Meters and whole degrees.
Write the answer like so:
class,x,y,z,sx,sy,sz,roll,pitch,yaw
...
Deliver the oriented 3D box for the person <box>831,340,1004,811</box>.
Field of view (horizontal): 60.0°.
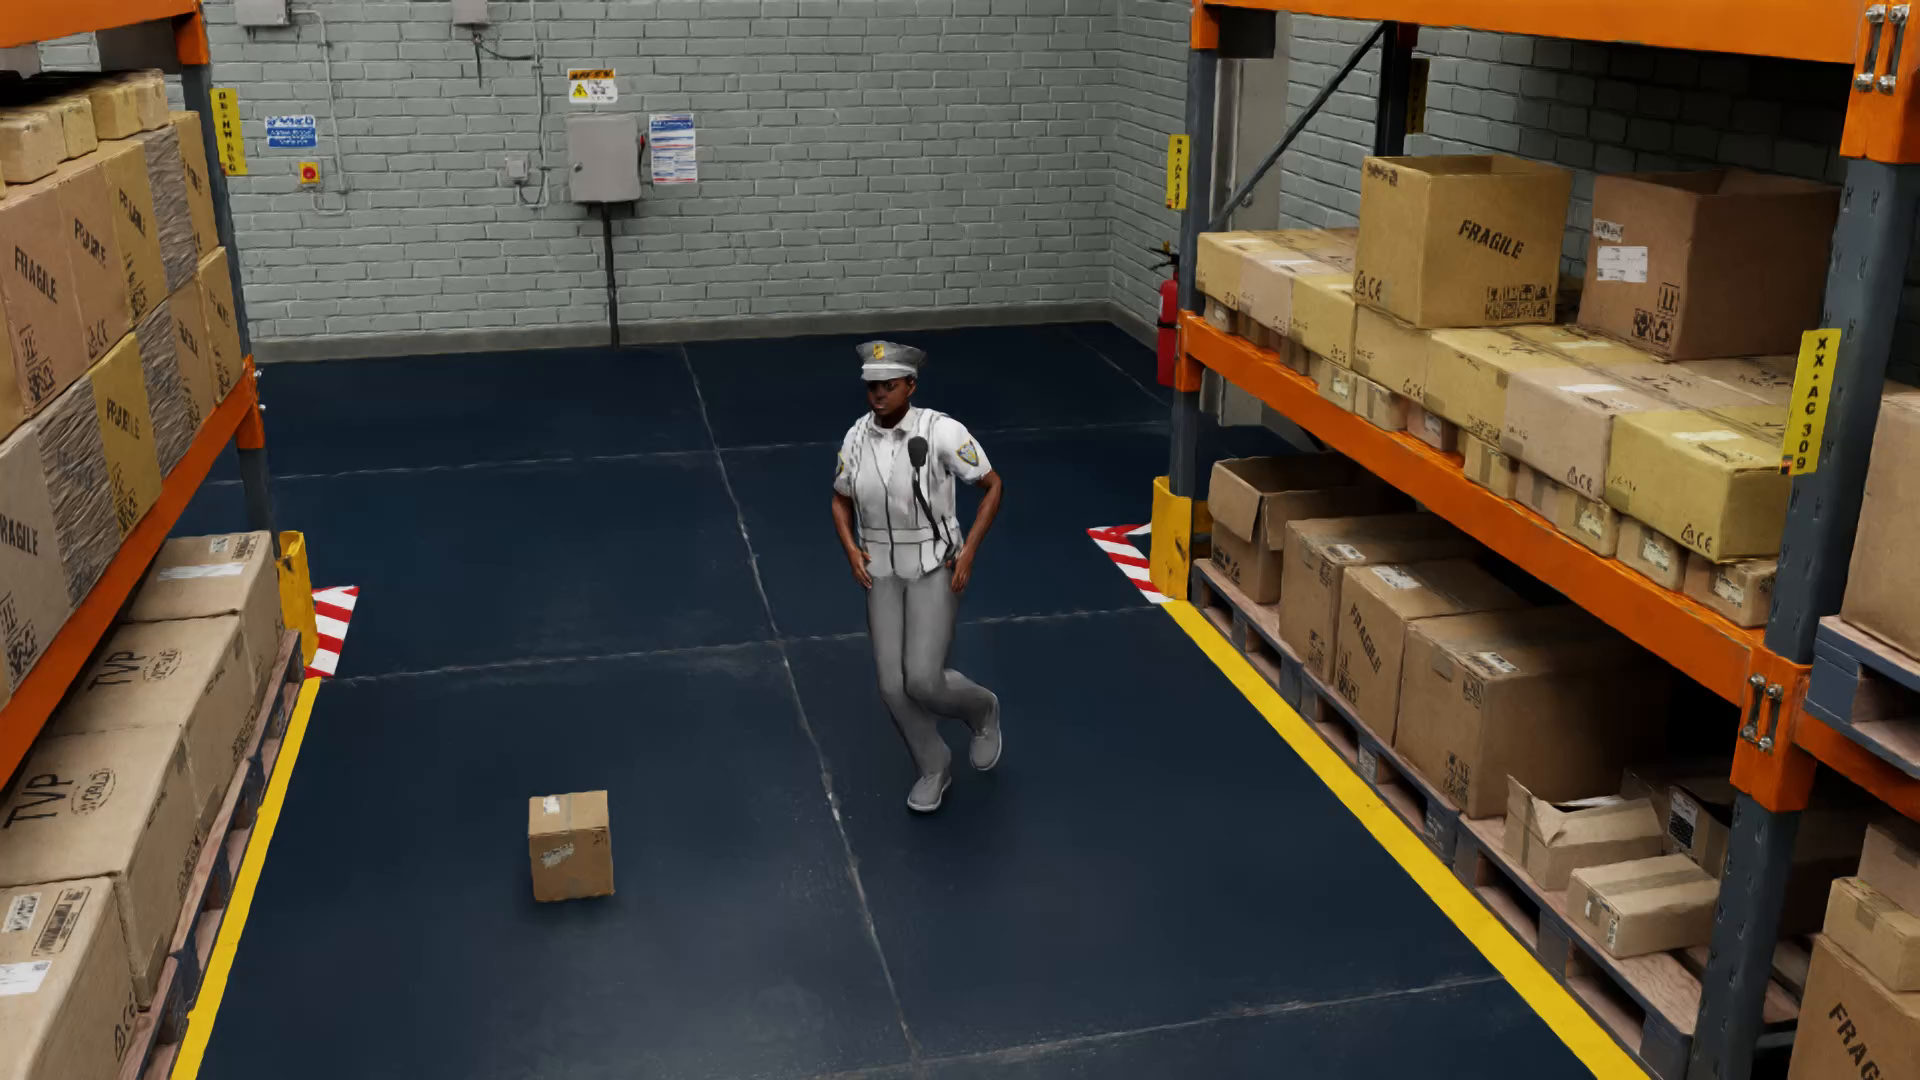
class,x,y,z,sx,sy,sz,roll,pitch,yaw
person,-0.184,0.096,5.803,0.597,1.639,0.494,10,22,26
